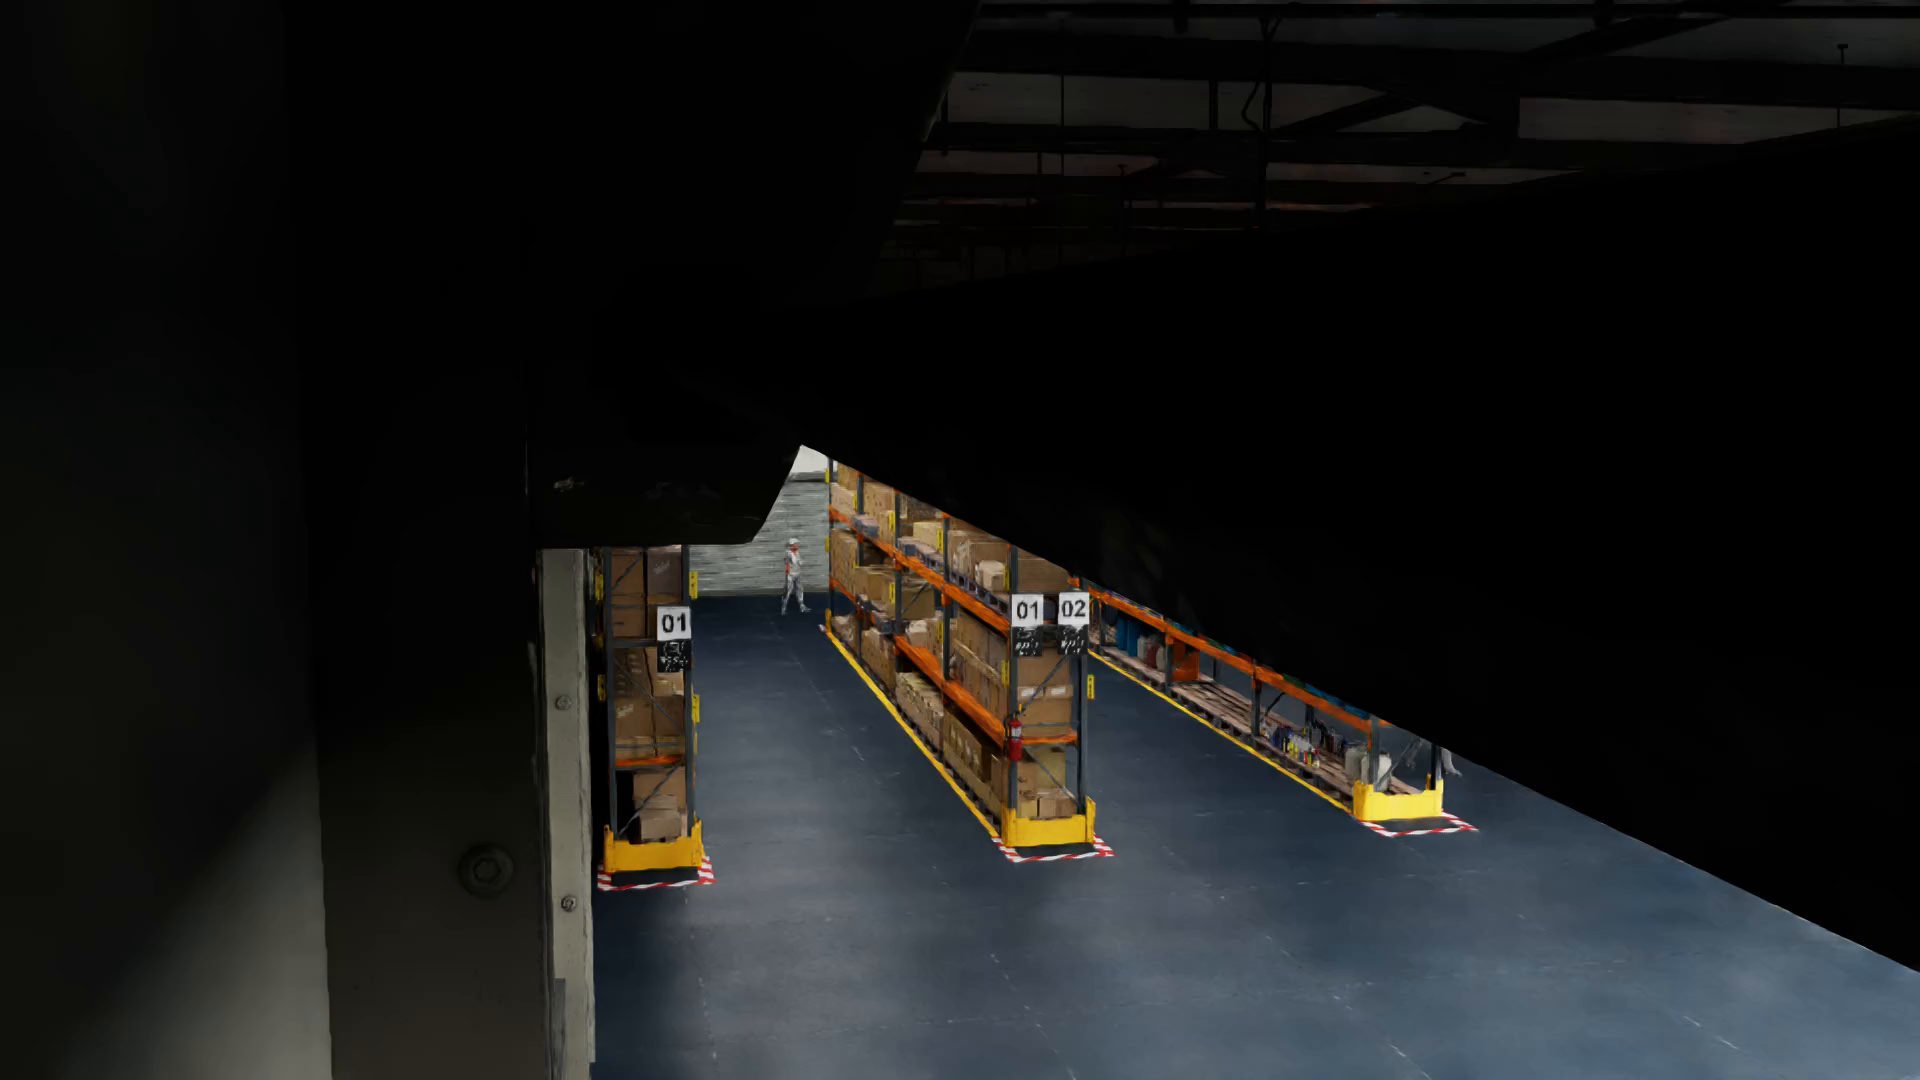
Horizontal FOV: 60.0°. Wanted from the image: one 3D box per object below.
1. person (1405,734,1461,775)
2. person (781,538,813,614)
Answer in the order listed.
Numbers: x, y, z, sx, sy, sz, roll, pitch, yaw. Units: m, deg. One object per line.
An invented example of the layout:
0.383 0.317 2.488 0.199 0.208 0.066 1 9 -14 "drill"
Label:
6.938 2.614 24.437 0.445 1.622 0.996 -3 7 -21 "person"
-3.860 0.822 38.852 0.565 1.780 0.718 3 8 27 "person"
